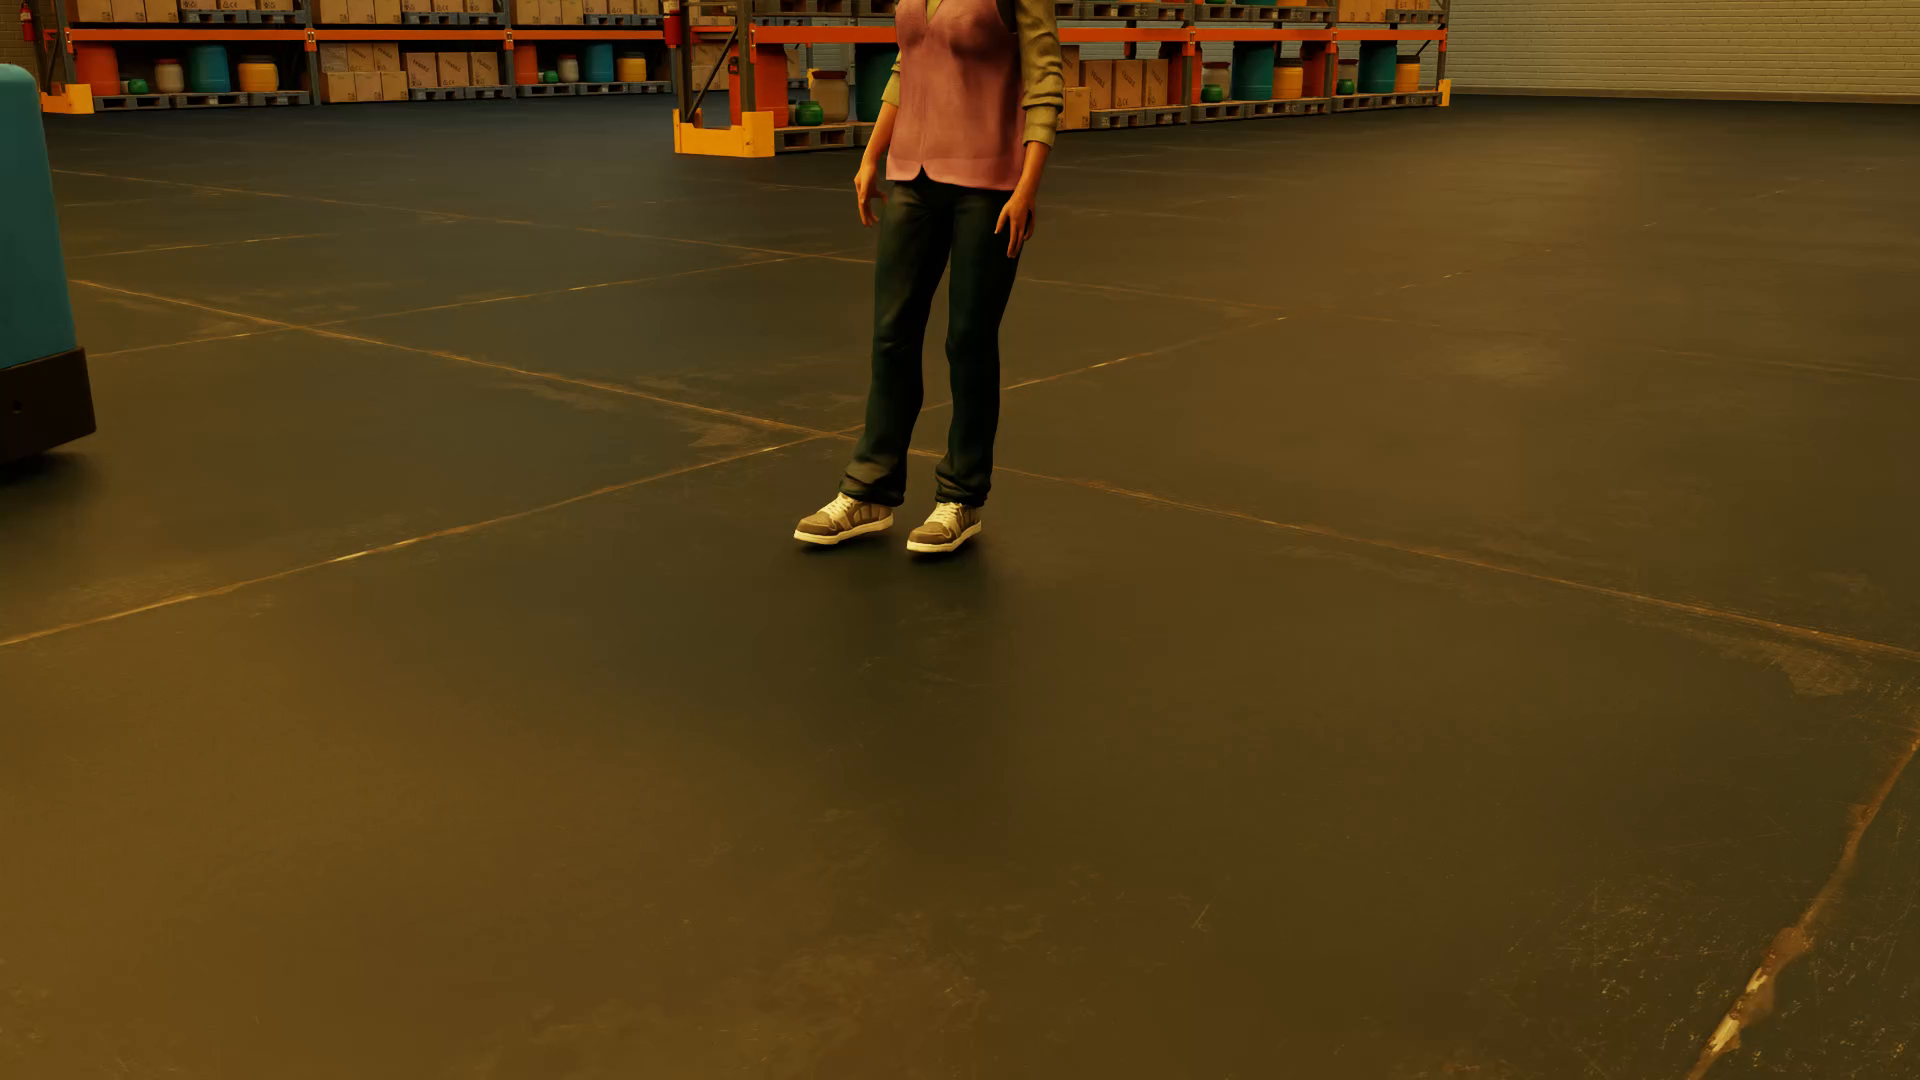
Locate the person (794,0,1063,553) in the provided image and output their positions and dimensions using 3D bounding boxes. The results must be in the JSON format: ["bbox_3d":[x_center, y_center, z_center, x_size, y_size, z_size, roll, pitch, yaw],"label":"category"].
[{"bbox_3d":[-0.058,-0.757,3.662,0.520,1.597,0.476,13,21,37],"label":"person"}]

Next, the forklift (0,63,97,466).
[{"bbox_3d":[-4.003,-1.573,4.077,3.031,2.935,1.130,2,17,8],"label":"forklift"}]
